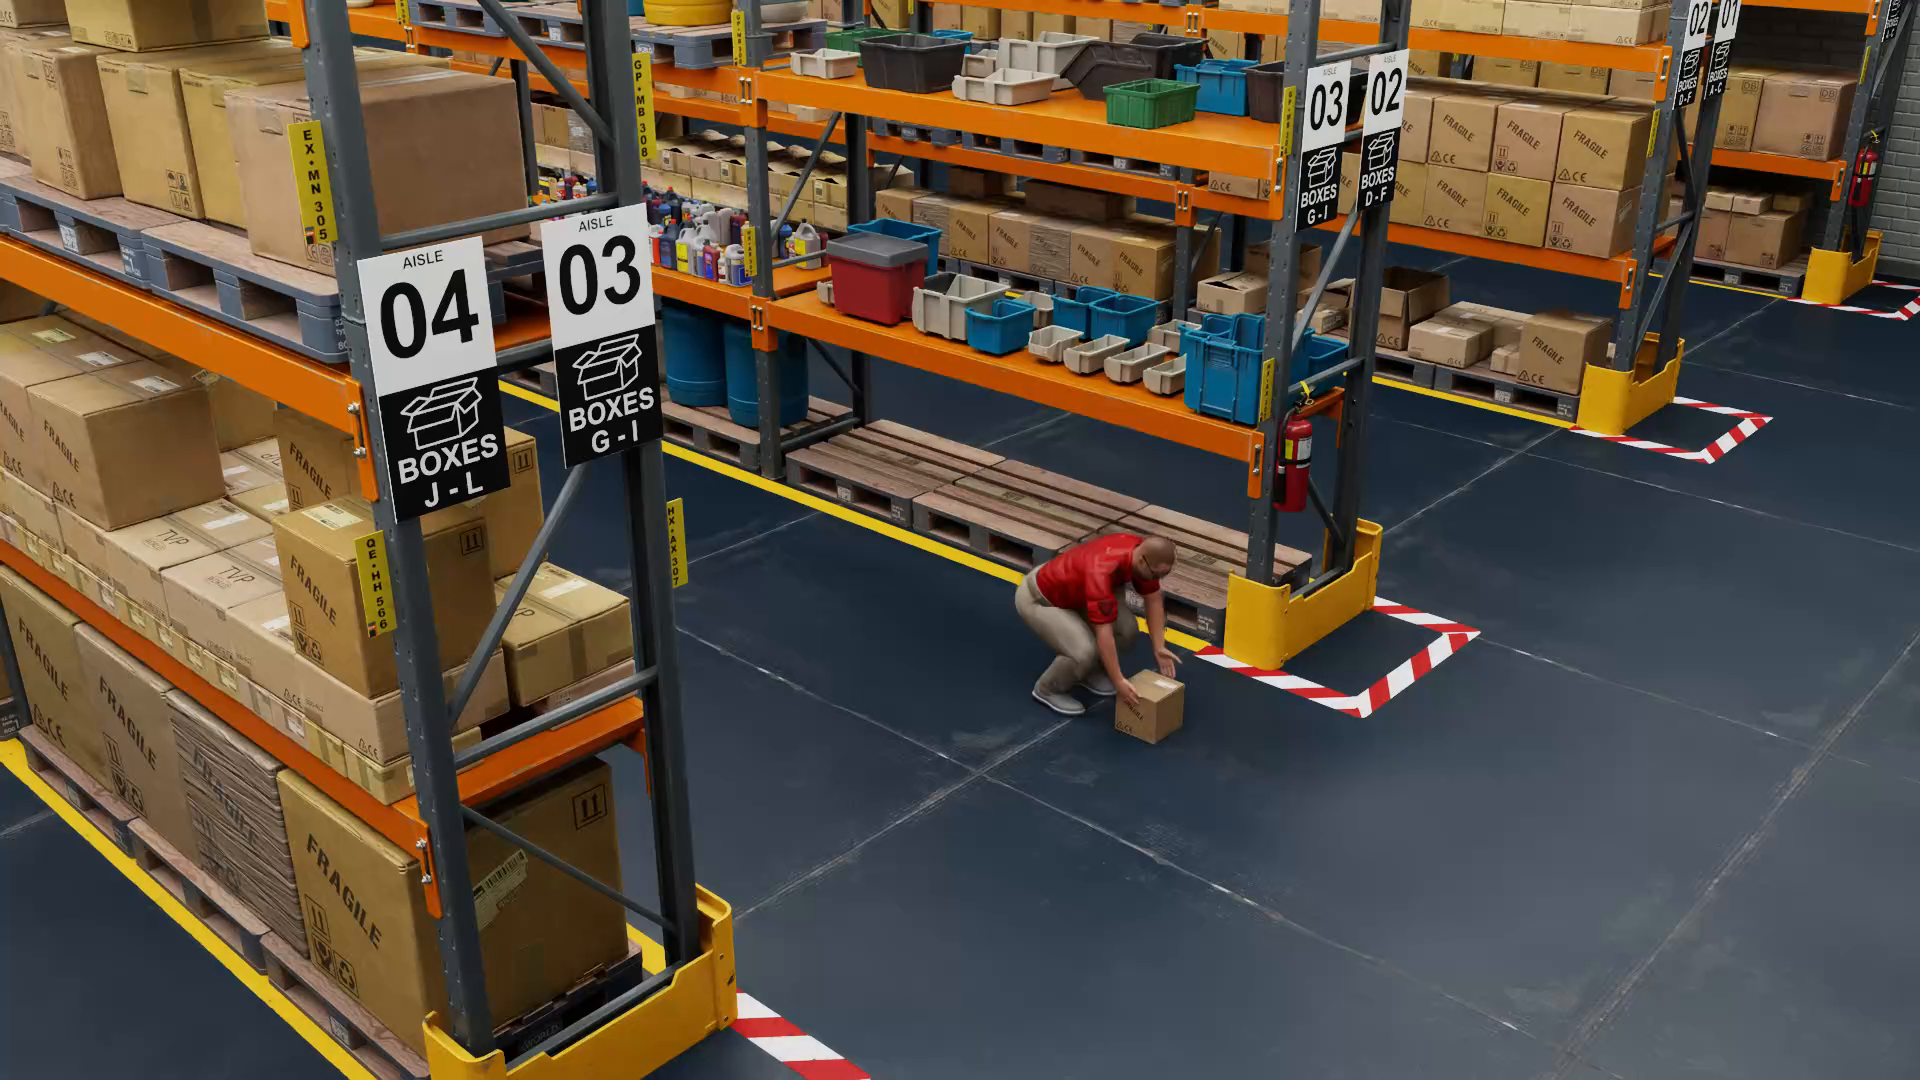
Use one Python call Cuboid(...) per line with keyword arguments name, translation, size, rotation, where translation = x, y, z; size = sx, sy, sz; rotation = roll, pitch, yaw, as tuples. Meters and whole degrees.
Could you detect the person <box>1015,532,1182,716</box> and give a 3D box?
Cuboid(name="person", translation=(0.717, 0.384, 8.620), size=(0.857, 1.031, 0.570), rotation=(20, 31, 38))
